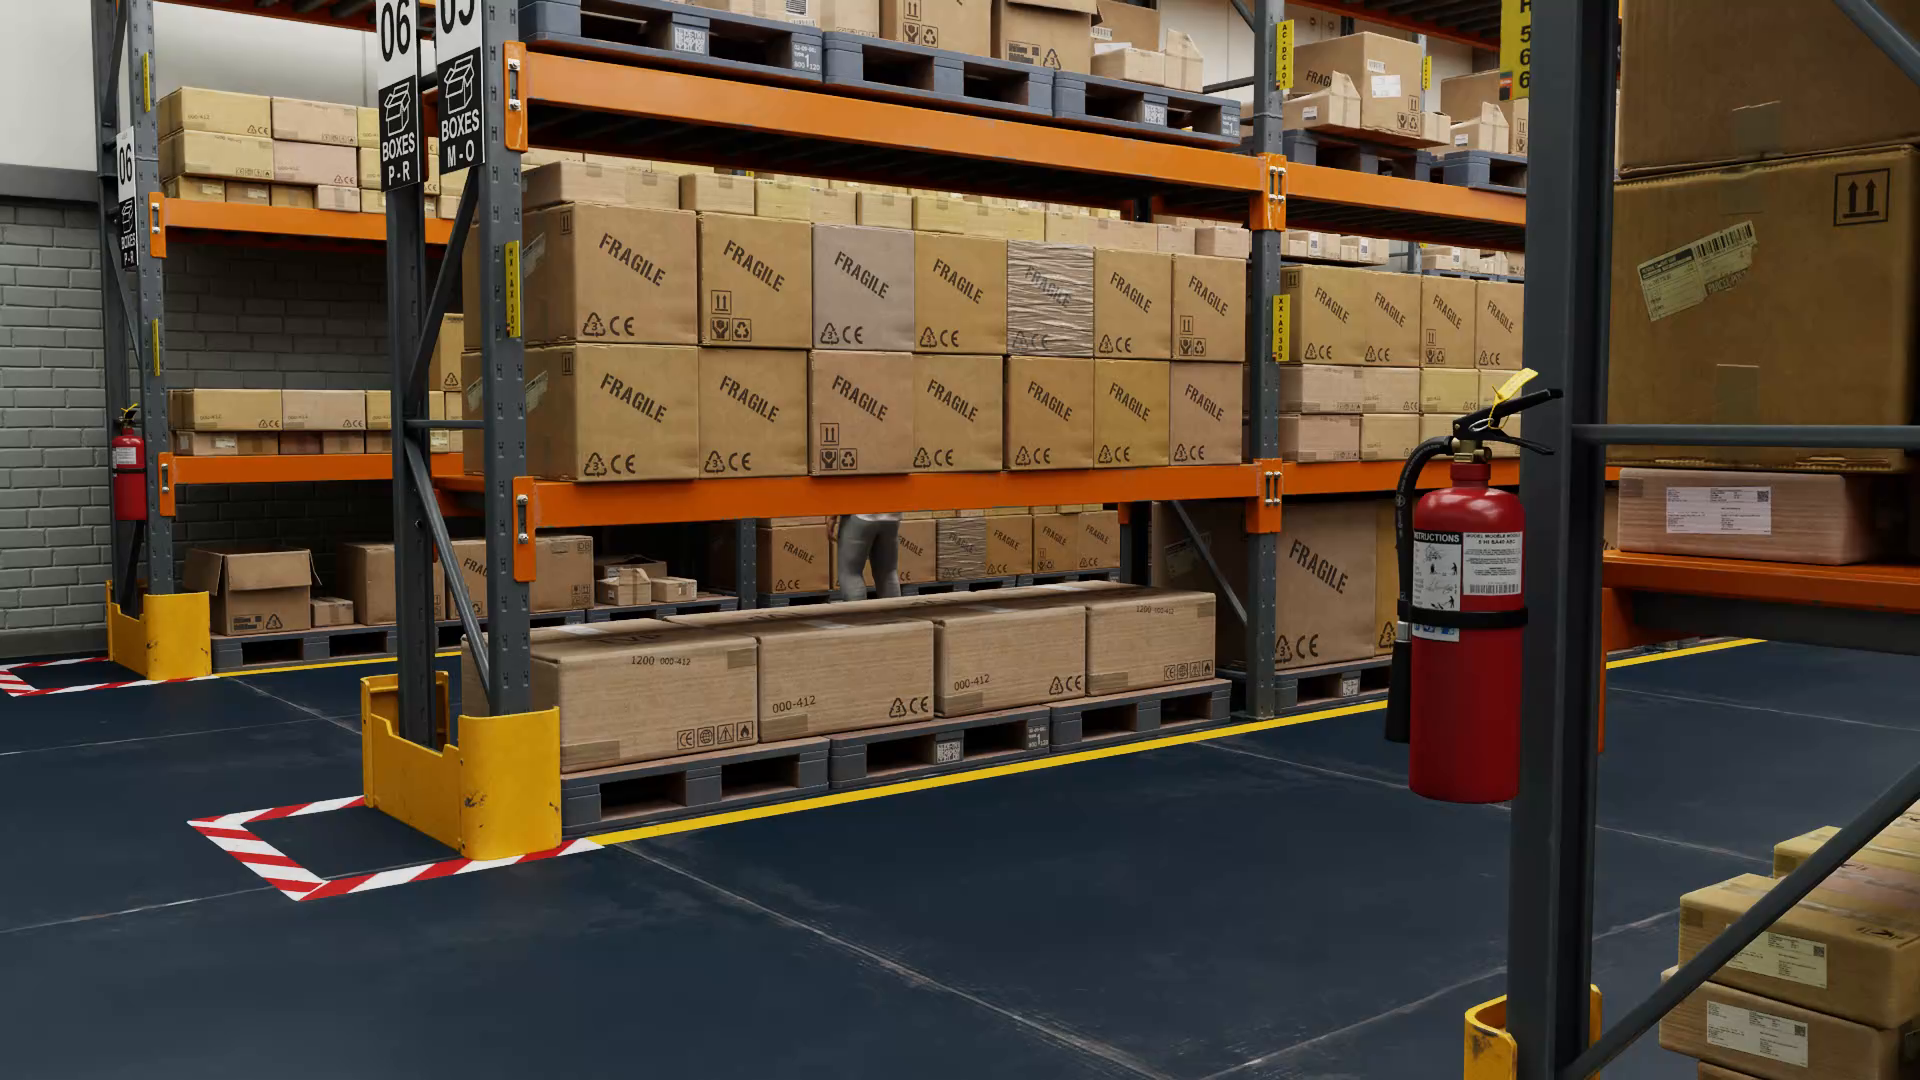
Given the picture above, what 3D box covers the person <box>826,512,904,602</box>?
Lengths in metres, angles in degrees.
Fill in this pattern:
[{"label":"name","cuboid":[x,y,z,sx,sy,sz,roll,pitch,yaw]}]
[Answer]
[{"label":"person","cuboid":[-0.606,-0.157,11.027,0.604,1.751,0.429,-4,6,-41]}]
